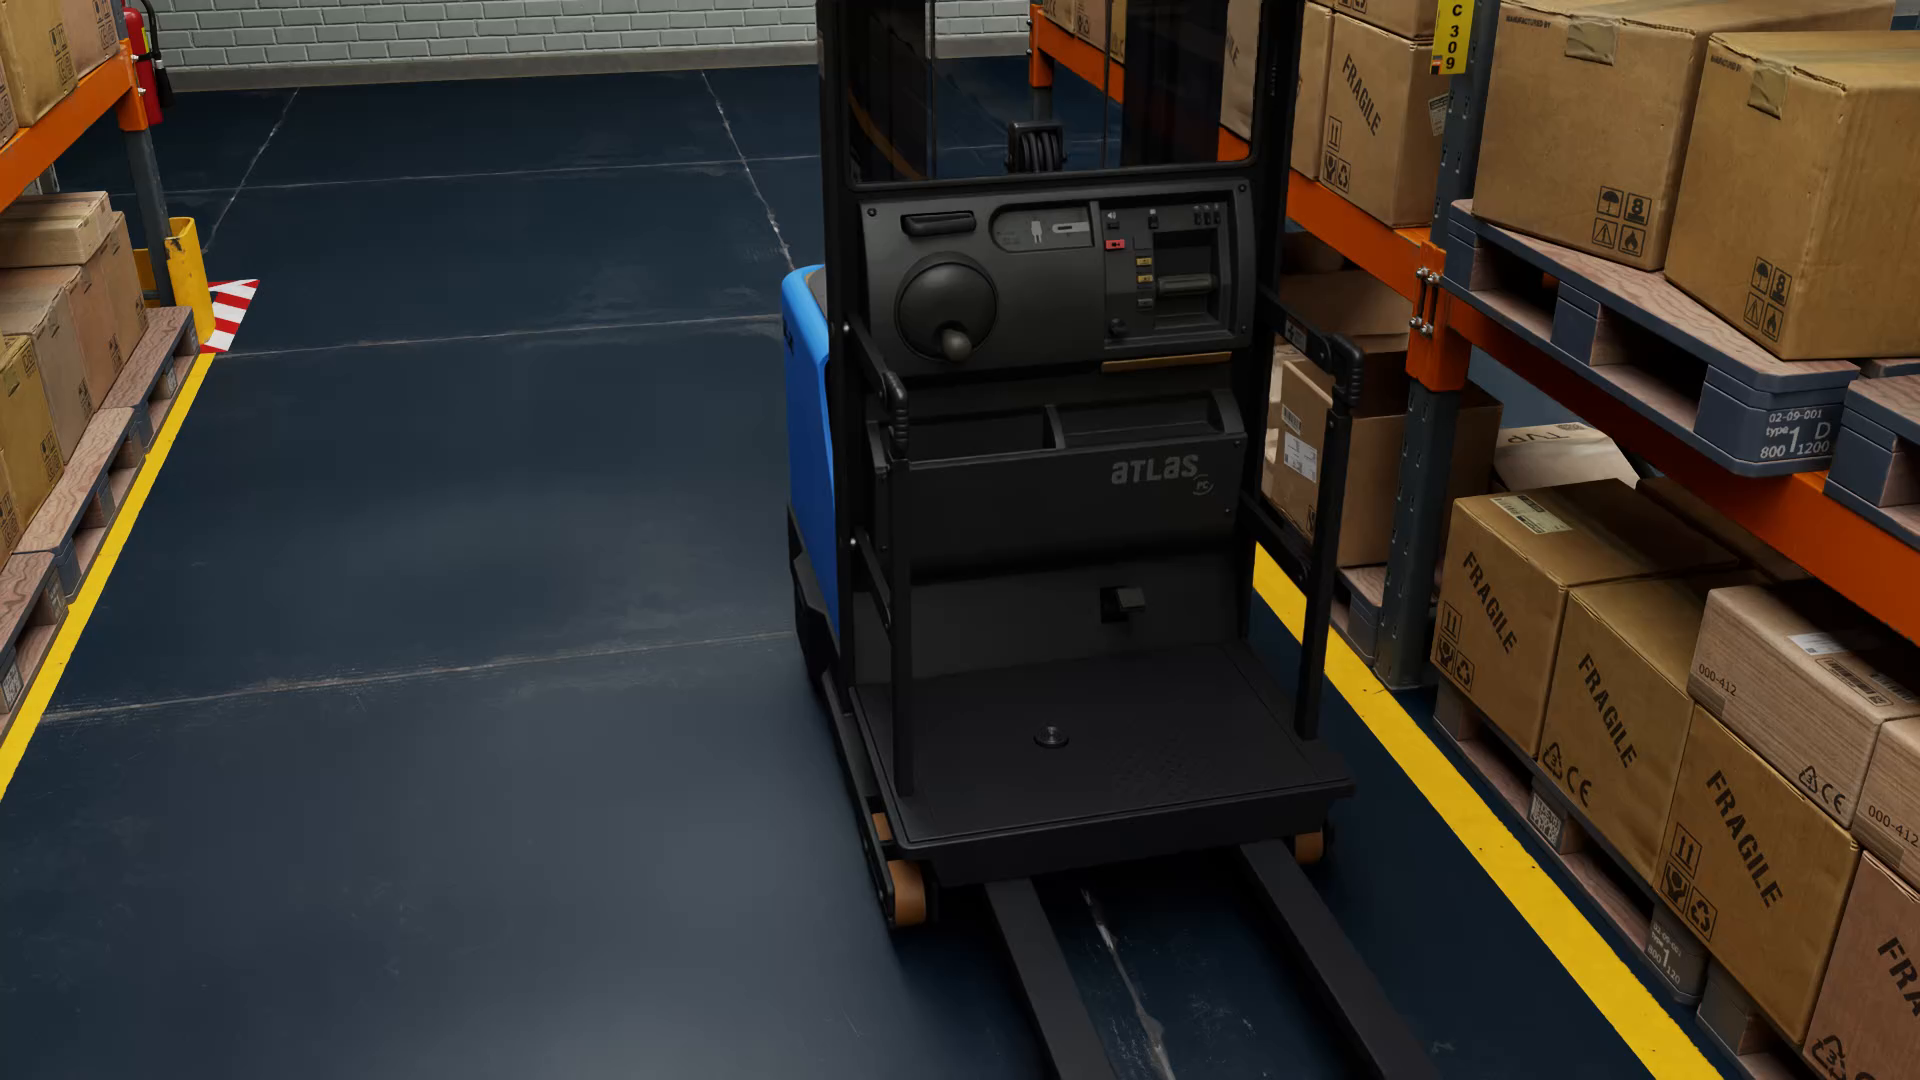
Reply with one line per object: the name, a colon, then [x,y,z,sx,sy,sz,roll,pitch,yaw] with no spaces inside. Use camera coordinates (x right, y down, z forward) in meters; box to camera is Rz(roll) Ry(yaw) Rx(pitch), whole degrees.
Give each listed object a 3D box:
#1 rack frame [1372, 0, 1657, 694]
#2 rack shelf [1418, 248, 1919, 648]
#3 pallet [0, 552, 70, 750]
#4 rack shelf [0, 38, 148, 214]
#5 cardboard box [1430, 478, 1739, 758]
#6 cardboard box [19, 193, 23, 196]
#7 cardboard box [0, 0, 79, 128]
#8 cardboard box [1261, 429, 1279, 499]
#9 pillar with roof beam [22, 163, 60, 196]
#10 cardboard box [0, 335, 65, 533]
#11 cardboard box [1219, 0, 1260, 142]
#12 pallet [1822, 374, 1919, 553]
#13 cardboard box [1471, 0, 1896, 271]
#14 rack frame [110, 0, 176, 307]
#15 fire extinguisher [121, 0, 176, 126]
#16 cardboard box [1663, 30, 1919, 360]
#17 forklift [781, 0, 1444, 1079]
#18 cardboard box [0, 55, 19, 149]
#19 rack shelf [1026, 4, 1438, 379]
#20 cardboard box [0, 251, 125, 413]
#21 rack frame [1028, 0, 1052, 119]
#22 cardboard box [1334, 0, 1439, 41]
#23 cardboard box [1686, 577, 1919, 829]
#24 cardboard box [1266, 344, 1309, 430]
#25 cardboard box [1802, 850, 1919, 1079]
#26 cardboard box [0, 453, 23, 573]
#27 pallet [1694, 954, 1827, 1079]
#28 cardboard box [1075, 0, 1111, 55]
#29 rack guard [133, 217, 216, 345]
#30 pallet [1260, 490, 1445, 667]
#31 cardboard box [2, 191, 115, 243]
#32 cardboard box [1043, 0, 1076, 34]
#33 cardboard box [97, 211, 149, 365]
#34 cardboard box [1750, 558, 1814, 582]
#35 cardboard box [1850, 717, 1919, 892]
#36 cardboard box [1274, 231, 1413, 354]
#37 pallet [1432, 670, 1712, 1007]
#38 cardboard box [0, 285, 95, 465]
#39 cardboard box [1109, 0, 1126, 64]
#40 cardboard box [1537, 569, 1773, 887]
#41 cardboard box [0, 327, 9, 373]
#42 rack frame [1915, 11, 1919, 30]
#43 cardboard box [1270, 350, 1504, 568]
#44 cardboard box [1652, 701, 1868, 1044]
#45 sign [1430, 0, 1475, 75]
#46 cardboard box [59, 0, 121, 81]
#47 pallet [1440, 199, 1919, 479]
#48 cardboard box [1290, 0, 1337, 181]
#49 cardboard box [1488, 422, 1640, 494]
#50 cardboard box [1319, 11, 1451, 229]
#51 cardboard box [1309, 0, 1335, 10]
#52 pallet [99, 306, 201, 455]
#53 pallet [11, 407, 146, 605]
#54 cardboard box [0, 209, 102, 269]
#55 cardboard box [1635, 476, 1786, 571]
rack frame: [1.731,-0.967,4.336,1.000,3.000,0.127,-6,27,-12]
rack shelf: [2.182,0.233,2.759,1.077,0.370,4.000,-6,27,-12]
pallet: [-3.189,0.441,4.642,1.003,0.211,1.213,-6,27,-12]
rack shelf: [-3.545,-1.019,5.238,1.077,0.370,4.000,-6,27,-12]
cardboard box: [1.603,0.190,4.331,0.500,0.500,0.500,-7,28,-14]
cardboard box: [-3.963,-1.317,6.618,0.380,0.149,0.250,-6,27,-11]
cardboard box: [-3.696,-1.811,5.676,0.980,0.700,0.700,-6,27,-12]
cardboard box: [1.184,-0.270,5.632,0.380,0.149,0.250,-6,27,-12]
pillar with roof beam: [-1.253,-6.431,8.504,9.100,9.000,0.400,-6,27,-12]
cardboard box: [-3.386,-0.319,5.360,0.700,0.500,0.500,-5,27,-10]
cardboard box: [1.133,-1.656,5.591,0.500,0.500,0.500,-5,27,-10]
pallet: [2.190,0.022,2.591,1.003,0.211,1.213,-6,27,-12]
cardboard box: [1.620,-0.968,3.762,0.700,0.500,0.500,-16,31,-29]
rack frame: [-3.996,-2.218,6.815,1.000,3.000,0.127,-6,27,-12]
fire extinguisher: [-3.580,-2.130,7.141,0.296,0.674,0.183,-6,27,-12]
cardboard box: [1.837,-0.673,3.177,0.700,0.500,0.500,-2,27,-3]
forklift: [0.289,-0.581,3.647,1.130,2.935,3.031,-6,27,-12]
cardboard box: [-3.533,-1.475,5.011,0.980,0.700,0.700,-7,28,-14]
rack shelf: [1.281,-1.523,6.238,1.077,0.370,4.000,-6,27,-12]
cardboard box: [-3.628,-0.773,6.260,0.700,0.500,0.500,-6,27,-12]
rack frame: [0.830,-2.723,7.815,1.000,3.000,0.127,-6,27,-12]
cardboard box: [1.365,-1.653,4.476,0.500,0.500,0.500,-6,27,-11]
cardboard box: [1.828,0.294,3.292,0.500,0.250,0.500,-6,27,-11]
cardboard box: [1.157,-0.513,5.934,0.500,0.311,0.500,-6,27,-12]
cardboard box: [1.953,0.865,2.993,0.500,0.500,0.500,-7,28,-14]
cardboard box: [-3.273,-0.093,4.914,0.700,0.500,0.500,-6,27,-12]
pallet: [2.230,1.168,3.201,1.003,0.211,1.213,-6,27,-12]
cardboard box: [0.794,-2.320,6.906,0.500,0.500,0.500,-6,27,-12]
rack guard: [-4.001,-1.113,7.400,1.175,0.500,0.348,-6,27,-12]
pallet: [1.577,-0.023,5.562,1.003,0.211,1.213,-6,27,-12]
cardboard box: [-3.534,-1.244,6.474,0.380,0.149,0.250,-6,27,-12]
cardboard box: [0.673,-2.546,7.354,0.500,0.500,0.500,-5,27,-11]
cardboard box: [-3.740,-0.992,6.695,0.700,0.500,0.500,-6,27,-12]
cardboard box: [2.225,0.358,3.997,0.500,0.500,0.500,-6,27,-11]
cardboard box: [1.942,0.514,2.856,0.500,0.250,0.500,-6,27,-13]
cardboard box: [1.303,-0.873,6.433,0.797,0.503,0.637,-6,27,-12]
pallet: [1.951,0.632,4.265,1.003,0.211,1.213,-6,27,-12]
cardboard box: [-3.514,-0.552,5.823,0.700,0.500,0.500,-7,28,-13]
cardboard box: [0.905,-2.099,6.469,0.500,0.500,0.500,-6,27,-12]
cardboard box: [1.734,0.423,3.869,0.500,0.500,0.500,-6,27,-11]
cardboard box: [-3.180,-0.560,5.118,0.380,0.149,0.250,-7,28,-13]
rack frame: [5.657,-3.224,8.809,1.000,3.000,0.127,-6,27,-12]
cardboard box: [1.327,-0.268,5.239,0.500,0.500,0.500,-6,27,-12]
cardboard box: [1.839,0.643,3.433,0.500,0.500,0.500,-6,27,-11]
sign: [1.204,-1.295,4.025,0.100,0.325,0.005,-6,27,-12]
cardboard box: [-3.871,-2.129,6.306,0.980,0.700,0.700,-5,27,-9]
pallet: [1.805,-0.519,3.662,1.003,0.211,1.213,-6,27,-12]
cardboard box: [1.251,-1.431,5.145,0.500,0.500,0.500,-5,27,-10]
cardboard box: [1.847,-0.169,5.252,0.500,0.311,0.500,-6,27,-12]
cardboard box: [1.369,-1.205,4.697,0.500,0.500,0.500,-6,27,-11]
cardboard box: [1.247,-1.878,4.921,0.500,0.500,0.500,-6,27,-13]
pallet: [-3.739,-0.630,6.764,1.003,0.211,1.213,-6,27,-12]
pallet: [-3.468,-0.095,5.705,1.003,0.211,1.213,-6,27,-12]
cardboard box: [-3.476,-1.132,6.252,0.380,0.149,0.250,-5,27,-10]
cardboard box: [2.122,0.140,4.429,0.500,0.500,0.500,-6,27,-12]
